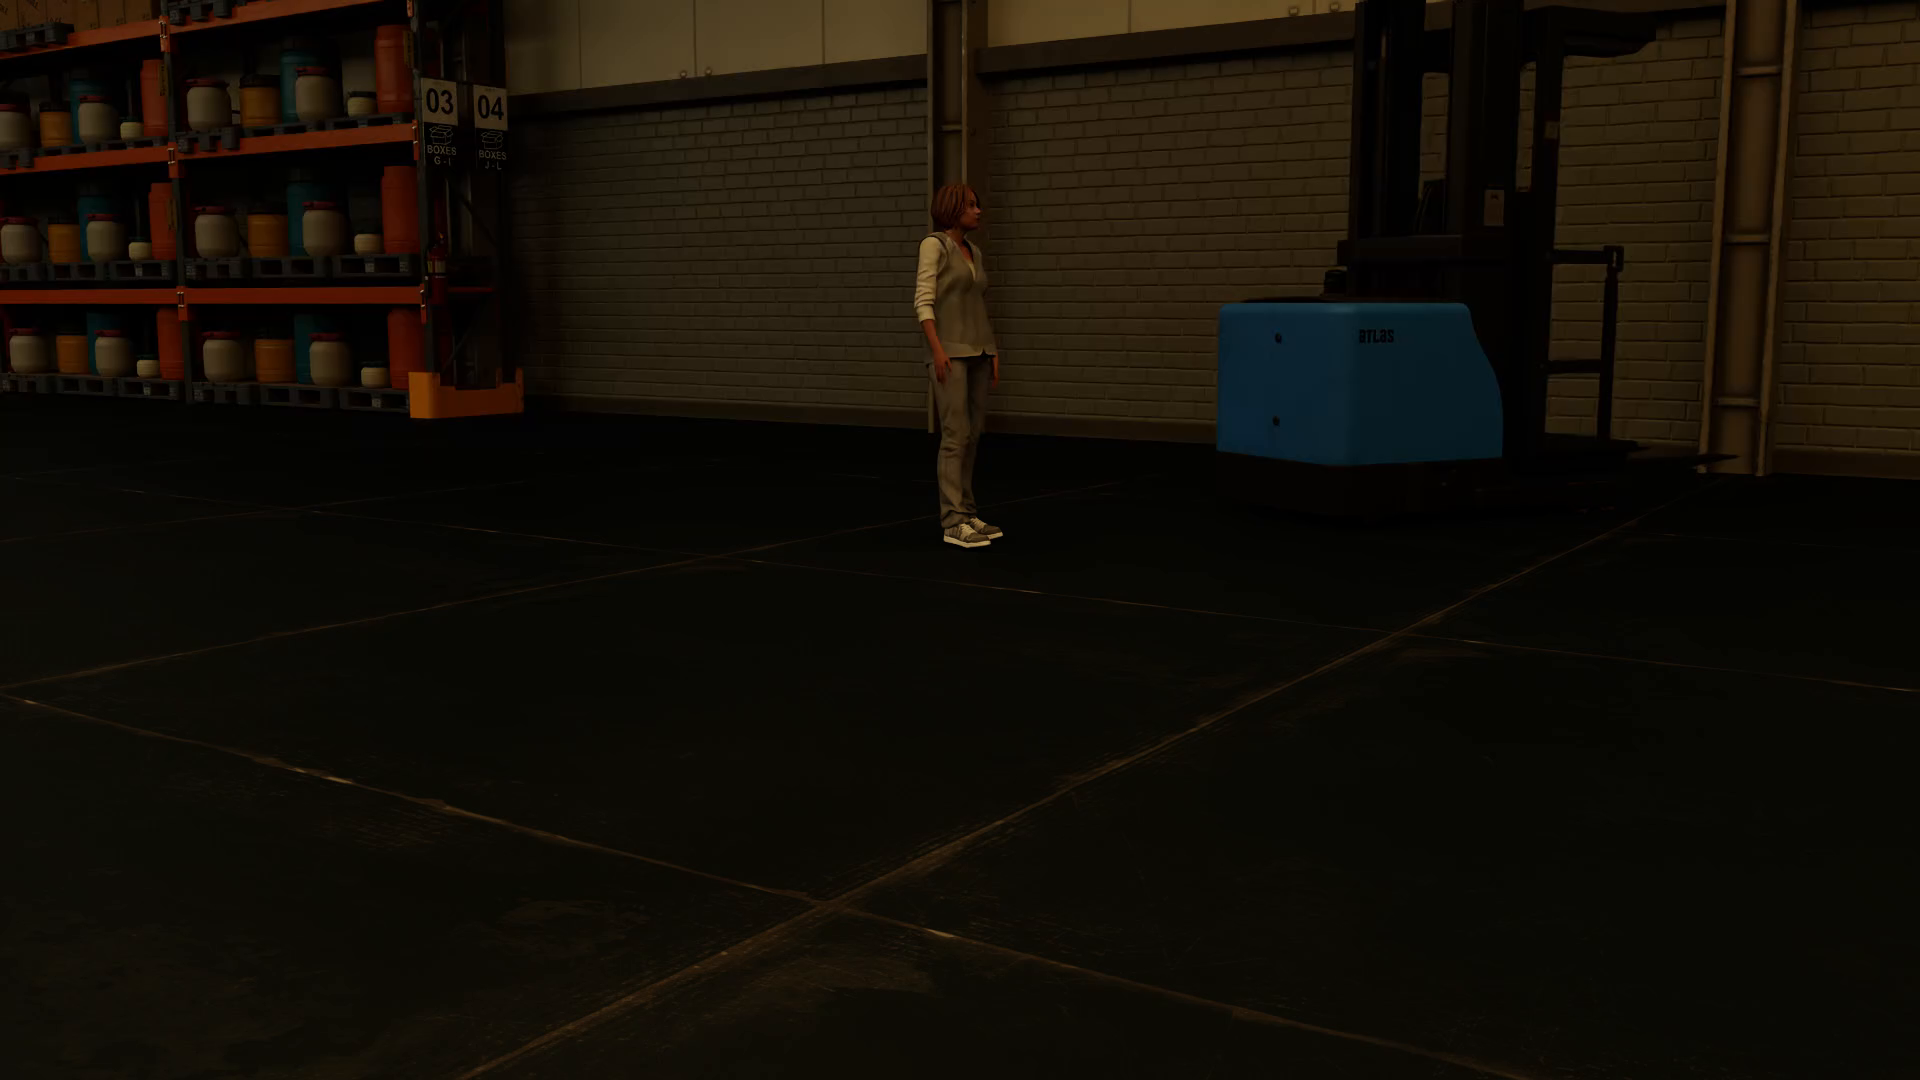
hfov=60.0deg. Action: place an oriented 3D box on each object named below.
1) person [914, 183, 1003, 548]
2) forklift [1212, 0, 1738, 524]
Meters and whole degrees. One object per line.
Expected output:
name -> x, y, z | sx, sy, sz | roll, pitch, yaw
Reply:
person -> 0.053, -0.791, 7.437 | 0.474, 1.598, 0.519 | 5, 10, 34
forklift -> 2.871, -1.647, 8.774 | 3.031, 2.935, 1.130 | -4, 9, -27
